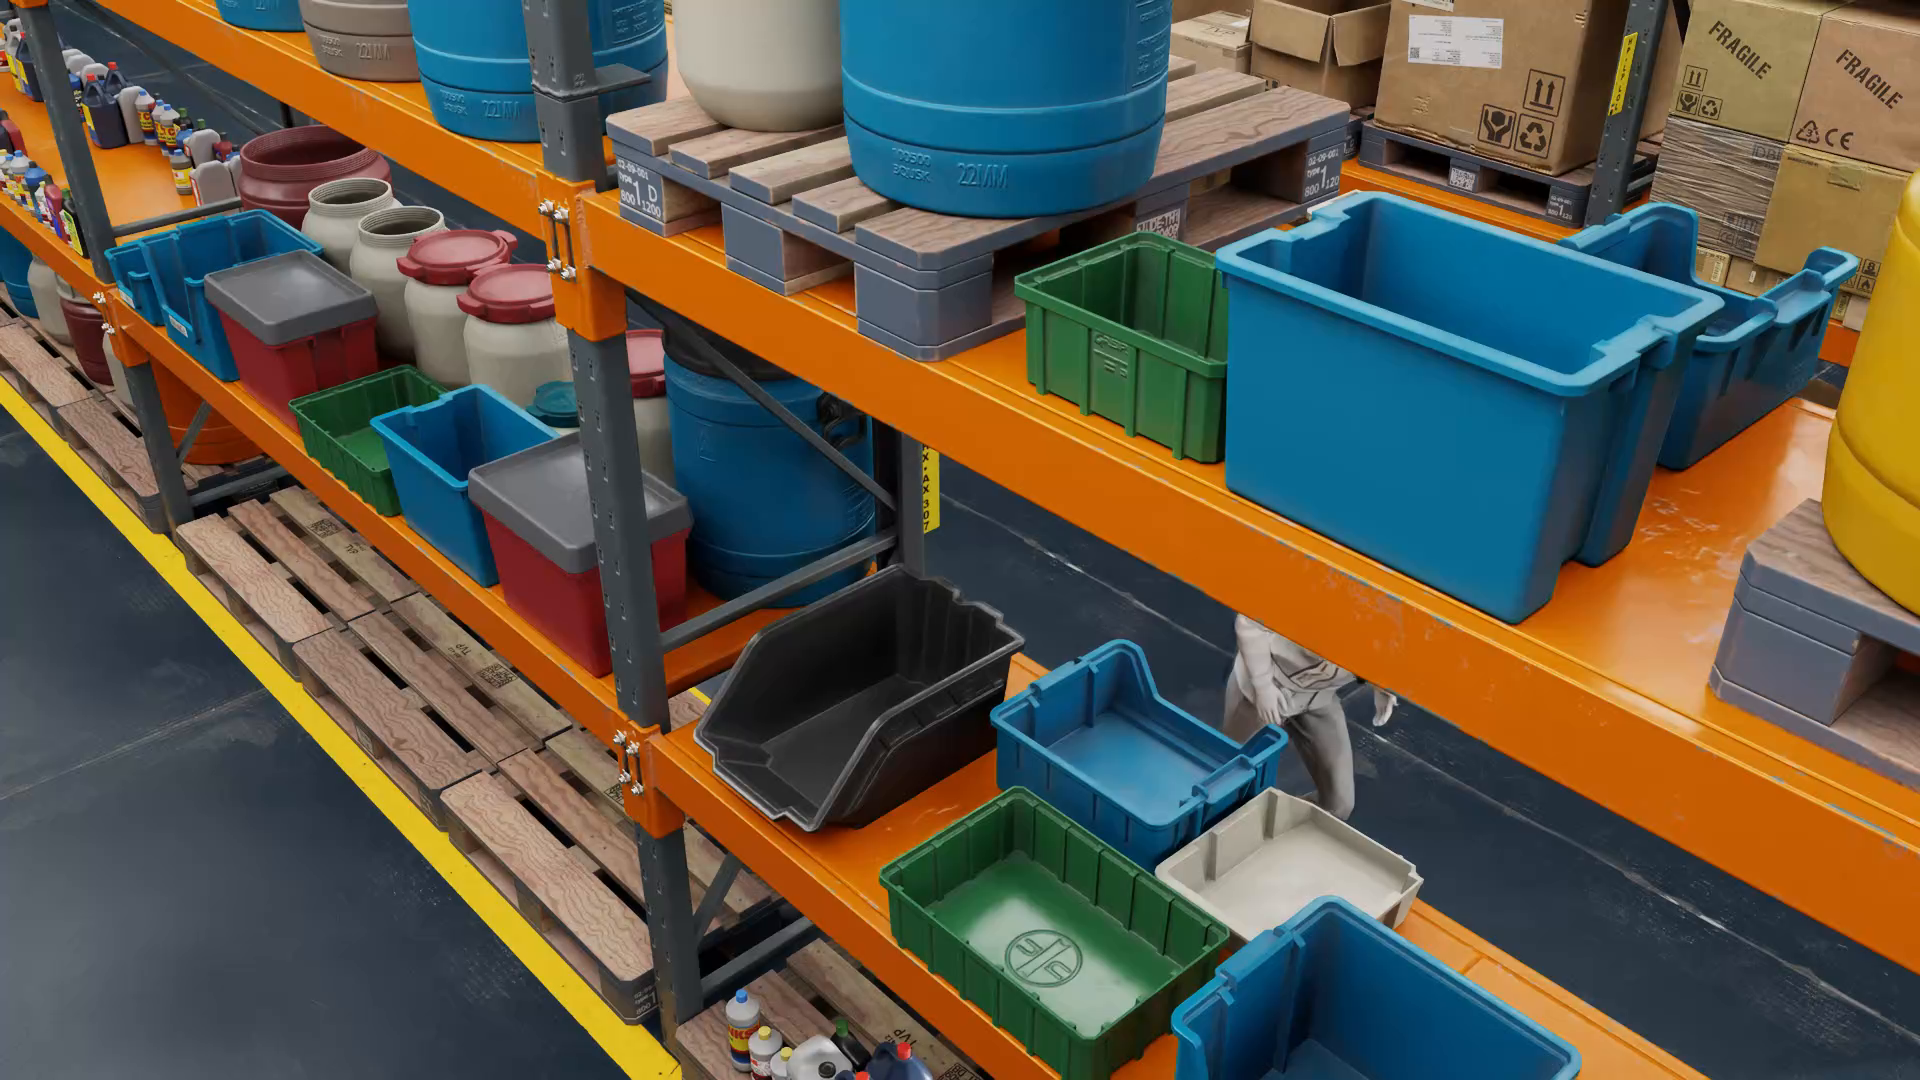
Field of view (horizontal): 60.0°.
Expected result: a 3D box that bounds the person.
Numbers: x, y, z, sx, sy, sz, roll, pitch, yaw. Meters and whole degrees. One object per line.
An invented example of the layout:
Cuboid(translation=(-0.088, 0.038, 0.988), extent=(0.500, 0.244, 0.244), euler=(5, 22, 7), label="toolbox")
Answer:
Cuboid(translation=(1.140, 0.545, 5.458), extent=(0.629, 1.472, 0.819), euler=(-17, 36, -25), label="person")
